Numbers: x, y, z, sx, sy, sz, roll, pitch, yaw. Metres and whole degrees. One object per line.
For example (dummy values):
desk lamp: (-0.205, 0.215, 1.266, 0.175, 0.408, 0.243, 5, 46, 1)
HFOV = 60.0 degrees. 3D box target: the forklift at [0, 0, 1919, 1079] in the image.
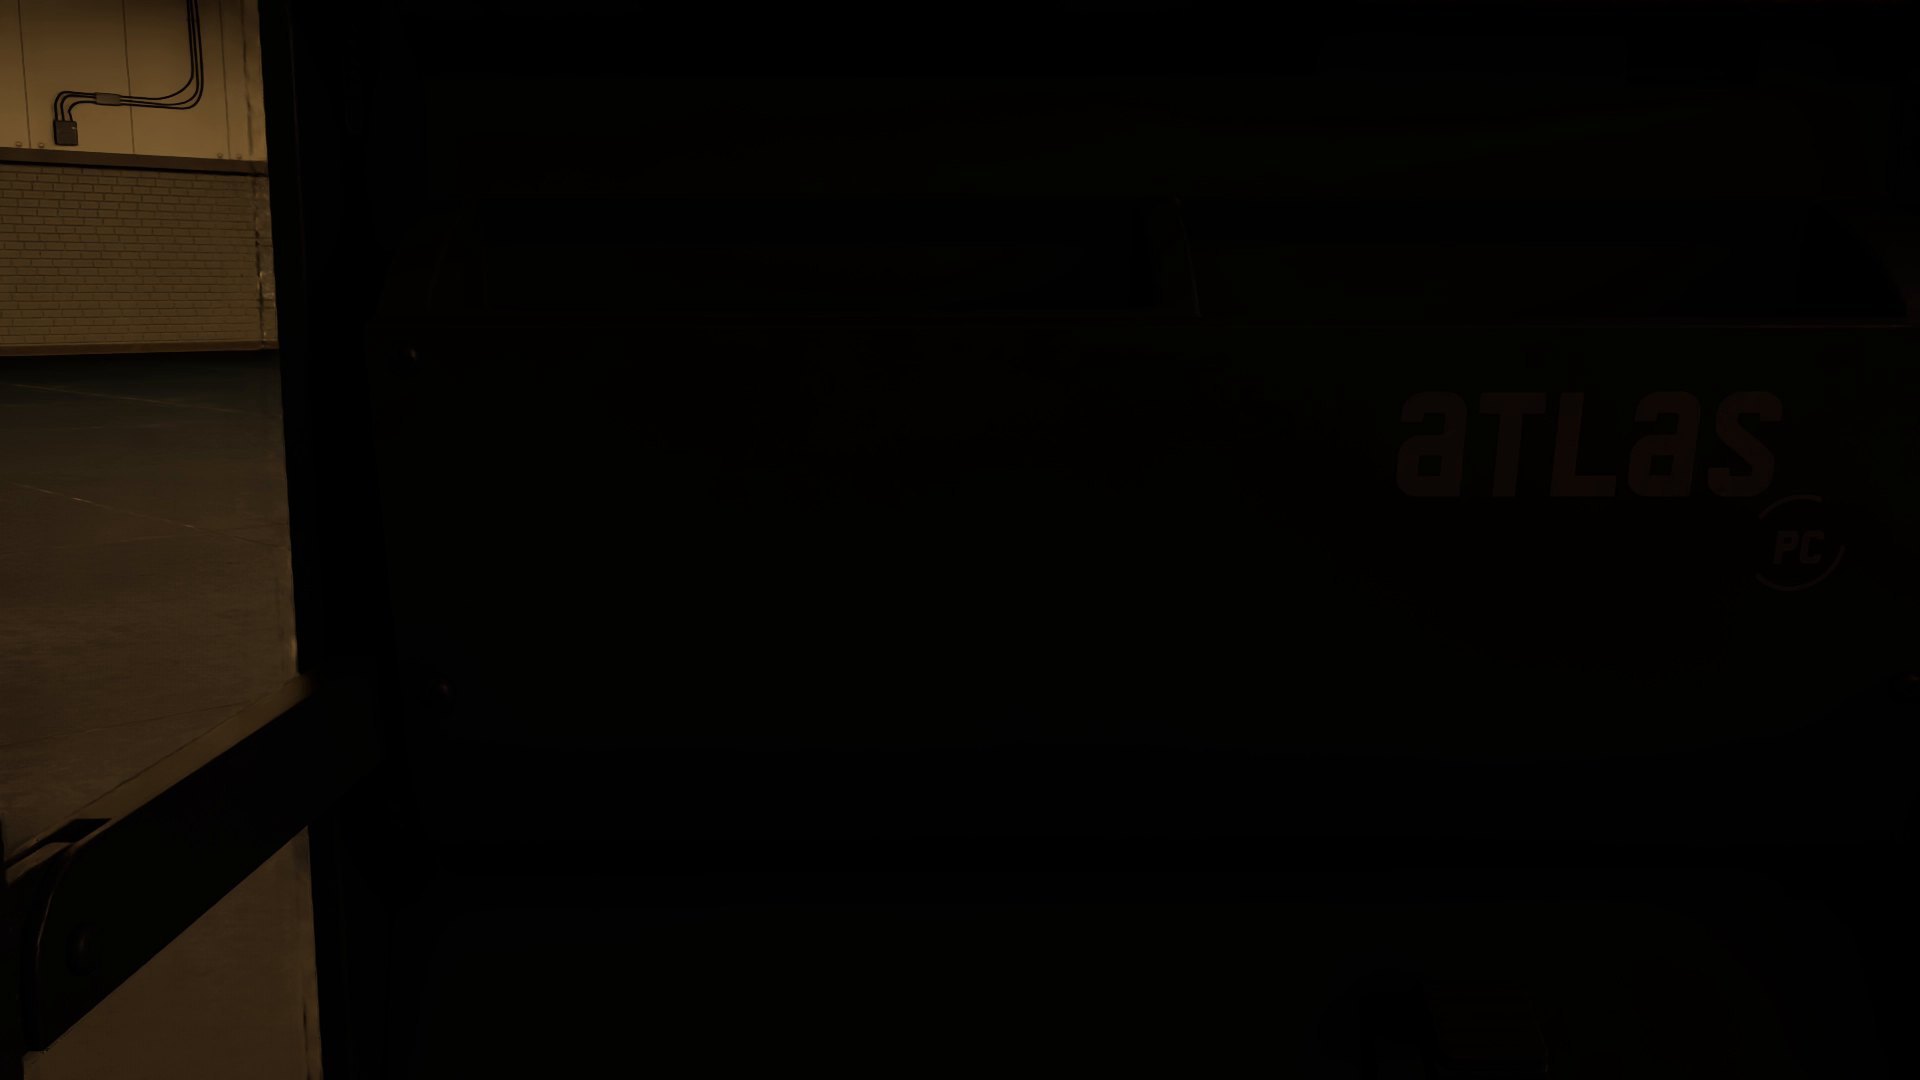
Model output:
forklift: (0.136, -0.581, 0.728, 1.130, 2.935, 3.031, 0, 9, -1)
